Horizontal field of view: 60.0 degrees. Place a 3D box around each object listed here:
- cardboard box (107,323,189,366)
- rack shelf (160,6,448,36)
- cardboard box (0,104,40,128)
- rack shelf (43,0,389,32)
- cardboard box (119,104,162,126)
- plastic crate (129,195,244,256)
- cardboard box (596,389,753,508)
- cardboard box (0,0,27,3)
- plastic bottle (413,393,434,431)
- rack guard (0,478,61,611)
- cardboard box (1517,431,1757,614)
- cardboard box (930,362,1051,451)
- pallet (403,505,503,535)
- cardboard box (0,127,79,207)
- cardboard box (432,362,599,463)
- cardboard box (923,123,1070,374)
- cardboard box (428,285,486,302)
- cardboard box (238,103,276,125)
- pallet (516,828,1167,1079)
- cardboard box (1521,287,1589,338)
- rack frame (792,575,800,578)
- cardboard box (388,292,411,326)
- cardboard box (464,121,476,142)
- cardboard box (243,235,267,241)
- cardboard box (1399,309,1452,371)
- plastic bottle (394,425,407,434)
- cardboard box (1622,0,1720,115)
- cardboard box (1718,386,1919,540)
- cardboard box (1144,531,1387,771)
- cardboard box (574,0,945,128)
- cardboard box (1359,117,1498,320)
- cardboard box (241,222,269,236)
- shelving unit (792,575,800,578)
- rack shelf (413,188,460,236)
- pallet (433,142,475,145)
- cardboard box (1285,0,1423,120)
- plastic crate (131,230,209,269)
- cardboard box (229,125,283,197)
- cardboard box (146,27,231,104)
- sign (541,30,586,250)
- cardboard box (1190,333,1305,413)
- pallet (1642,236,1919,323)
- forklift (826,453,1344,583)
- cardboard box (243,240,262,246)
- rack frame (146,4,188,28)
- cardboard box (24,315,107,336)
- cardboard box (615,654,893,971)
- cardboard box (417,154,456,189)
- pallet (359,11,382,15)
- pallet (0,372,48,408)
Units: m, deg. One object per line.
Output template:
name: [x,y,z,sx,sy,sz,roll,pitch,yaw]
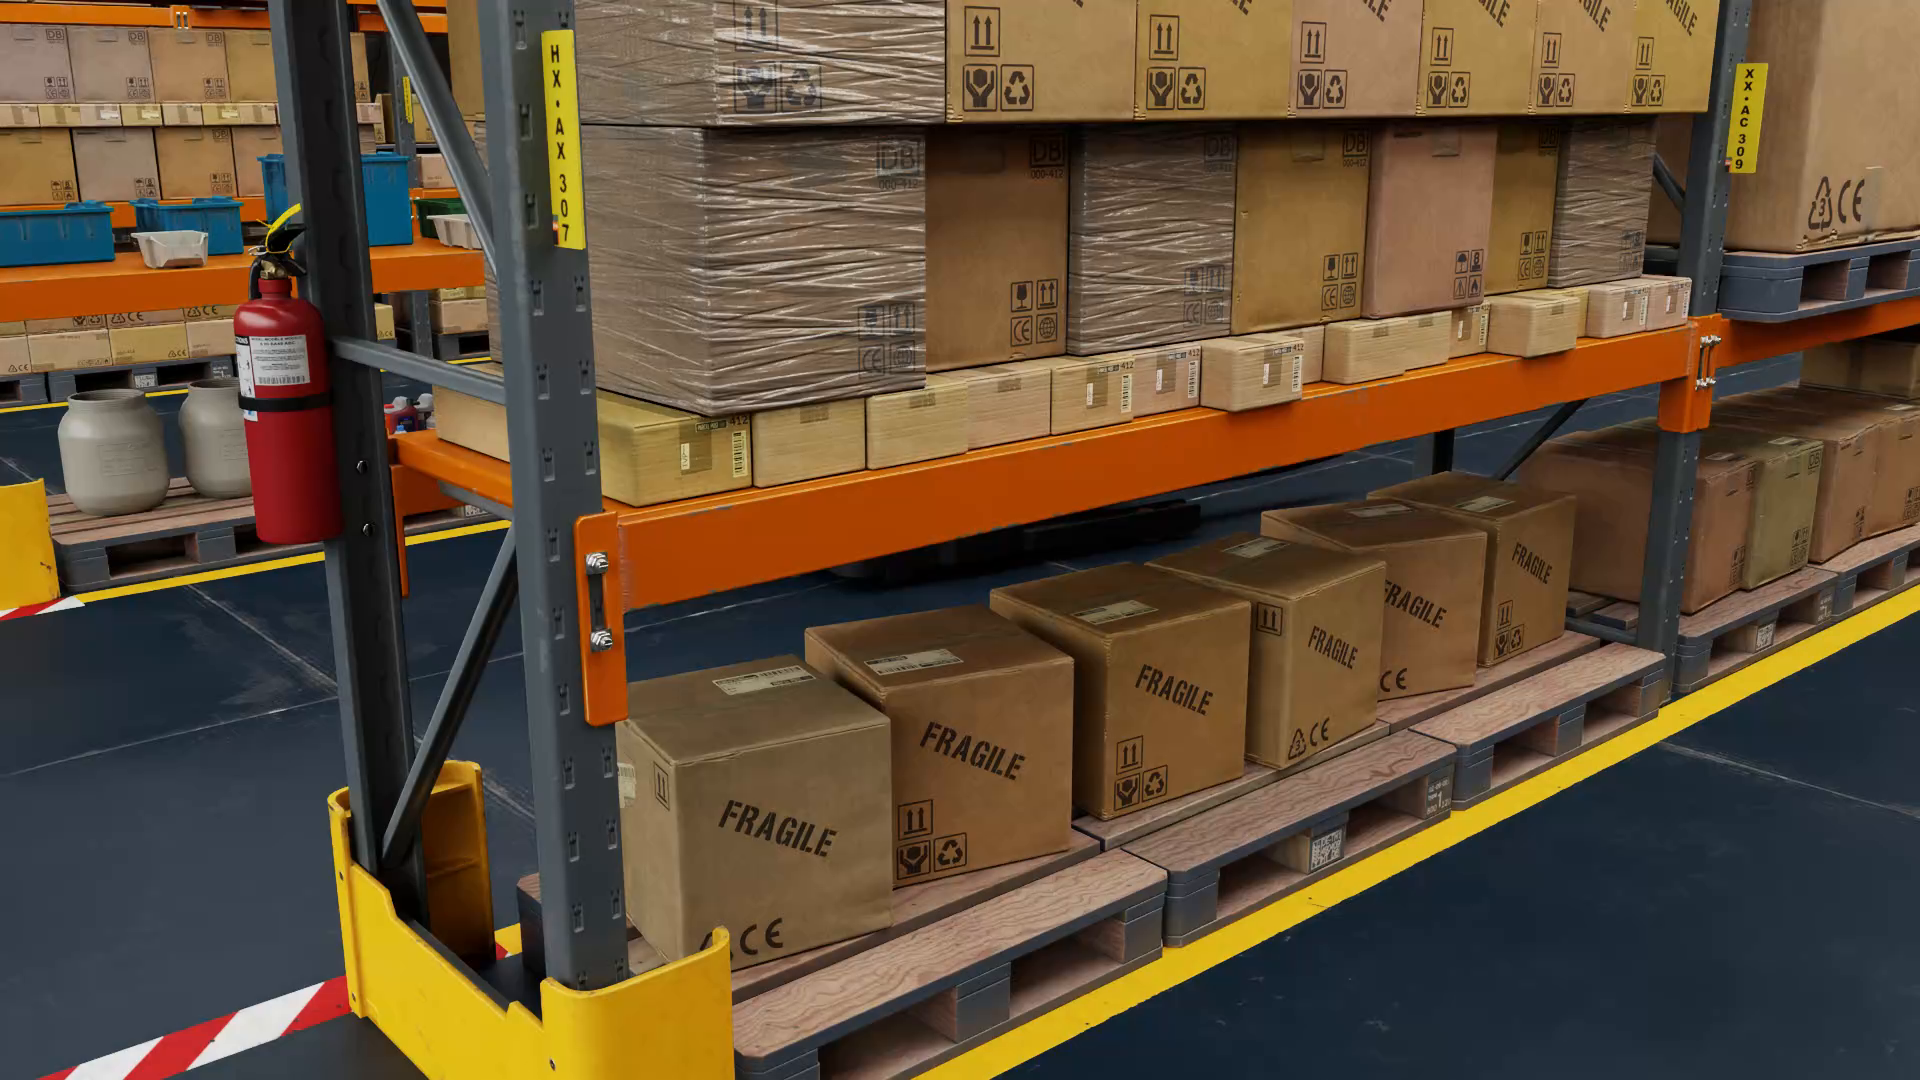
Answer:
cardboard box: [-5.786,-1.408,11.722,0.500,0.250,0.500,-13,19,-39]
rack shelf: [-6.198,-5.314,17.413,4.000,0.370,1.077,-13,19,-39]
cardboard box: [-6.254,-2.793,10.945,0.250,0.149,0.380,-14,20,-41]
rack shelf: [-5.961,-3.672,11.268,4.000,0.370,1.077,-13,19,-39]
cardboard box: [-5.674,-2.923,11.430,0.250,0.149,0.380,-12,19,-38]
plastic crate: [-3.546,-1.447,7.644,0.408,0.251,0.499,-13,19,-39]
cardboard box: [-0.598,-0.183,3.111,0.250,0.149,0.380,-13,19,-39]
cardboard box: [-8.708,-5.062,14.845,0.500,0.500,0.500,-14,20,-41]
plastic bottle: [-2.810,-0.621,8.688,0.135,0.276,0.152,-13,20,-41]
rack guard: [-4.194,-0.081,7.086,0.348,0.500,1.175,-13,19,-39]
cardboard box: [2.525,-0.085,6.248,0.700,0.500,0.500,14,21,43]
cardboard box: [-0.023,-0.308,3.577,0.250,0.149,0.380,-13,19,-39]
pallet: [-2.658,-0.284,8.405,1.213,0.211,1.003,-13,19,-39]
cardboard box: [-6.338,-2.530,11.215,0.500,0.500,0.700,-12,19,-39]
cardboard box: [-0.890,-0.270,3.435,0.250,0.149,0.380,-13,19,-39]
cardboard box: [-0.238,-0.691,3.753,0.500,0.500,0.875,-13,19,-39]
cardboard box: [-3.977,-2.077,13.139,0.500,0.311,0.500,-13,19,-39]
cardboard box: [-5.098,-3.053,11.915,0.250,0.149,0.380,-13,20,-39]
pallet: [-0.276,0.901,3.969,1.213,0.211,1.003,-13,19,-39]
cardboard box: [1.656,-0.694,5.024,0.250,0.149,0.380,-13,19,-39]
rack frame: [-0.808,-0.605,7.110,0.023,1.500,0.400,-10,18,-32]
cardboard box: [-4.330,-1.911,13.605,0.500,0.250,0.500,-13,20,-40]
cardboard box: [-5.441,-4.630,18.226,0.700,0.500,0.500,14,20,42]
cardboard box: [-5.379,-2.043,12.646,0.500,0.500,0.500,-13,19,-39]
cardboard box: [1.103,-0.563,4.533,0.250,0.149,0.380,-13,19,-39]
plastic bottle: [-2.649,-0.408,7.899,0.097,0.271,0.097,0,15,0]
cardboard box: [1.889,-1.526,4.942,0.500,0.500,0.500,-13,19,-39]
cardboard box: [3.740,-0.352,7.246,0.500,0.500,0.700,-11,18,-35]
cardboard box: [0.876,0.303,4.832,0.500,0.500,0.500,14,20,42]
cardboard box: [-0.376,-1.018,3.041,0.500,0.500,0.500,-13,19,-39]
cardboard box: [0.957,-0.926,4.635,0.500,0.500,0.875,-13,19,-39]
cardboard box: [-7.162,-3.006,17.183,0.500,0.500,0.700,-12,19,-38]
shelving unit: [-1.115,-0.554,6.918,0.755,1.500,0.431,-10,18,-32]
rack shelf: [-2.943,-2.901,14.192,4.000,0.370,1.077,-13,19,-39]
pallet: [-5.157,-4.317,18.470,1.003,0.211,1.213,-13,19,-39]
cardboard box: [0.756,-1.272,3.993,0.500,0.500,0.500,-13,19,-39]
plastic crate: [-3.335,-1.229,7.048,0.250,0.136,0.298,-13,19,-39]
cardboard box: [-5.176,-2.791,12.192,0.500,0.500,0.700,-13,20,-40]
cardboard box: [-5.541,-3.338,11.726,0.500,0.500,0.700,-13,20,-39]
sign: [-0.613,-0.615,2.564,0.005,0.325,0.100,-13,19,-39]
cardboard box: [0.597,-0.419,3.991,0.250,0.149,0.380,-13,19,-39]
pallet: [2.720,-0.989,6.012,1.213,0.211,1.003,-13,19,-39]
forklift: [0.527,-1.504,7.703,3.031,2.935,1.130,-10,18,-32]
cardboard box: [-5.043,-1.943,12.272,0.500,0.500,0.500,-13,19,-39]
rack frame: [-7.707,-3.873,16.439,0.127,3.000,1.000,-13,19,-39]
cardboard box: [-6.174,-1.689,11.320,0.500,0.500,0.500,-13,19,-39]
cardboard box: [-0.487,0.599,3.724,0.500,0.500,0.500,-9,17,-29]
cardboard box: [-4.109,-2.929,13.194,0.500,0.250,0.500,-11,19,-36]
pallet: [-6.391,-5.492,17.050,1.003,0.211,1.213,-13,19,-39]
pallet: [-6.920,-1.023,11.169,1.213,0.211,1.003,-13,19,-39]
